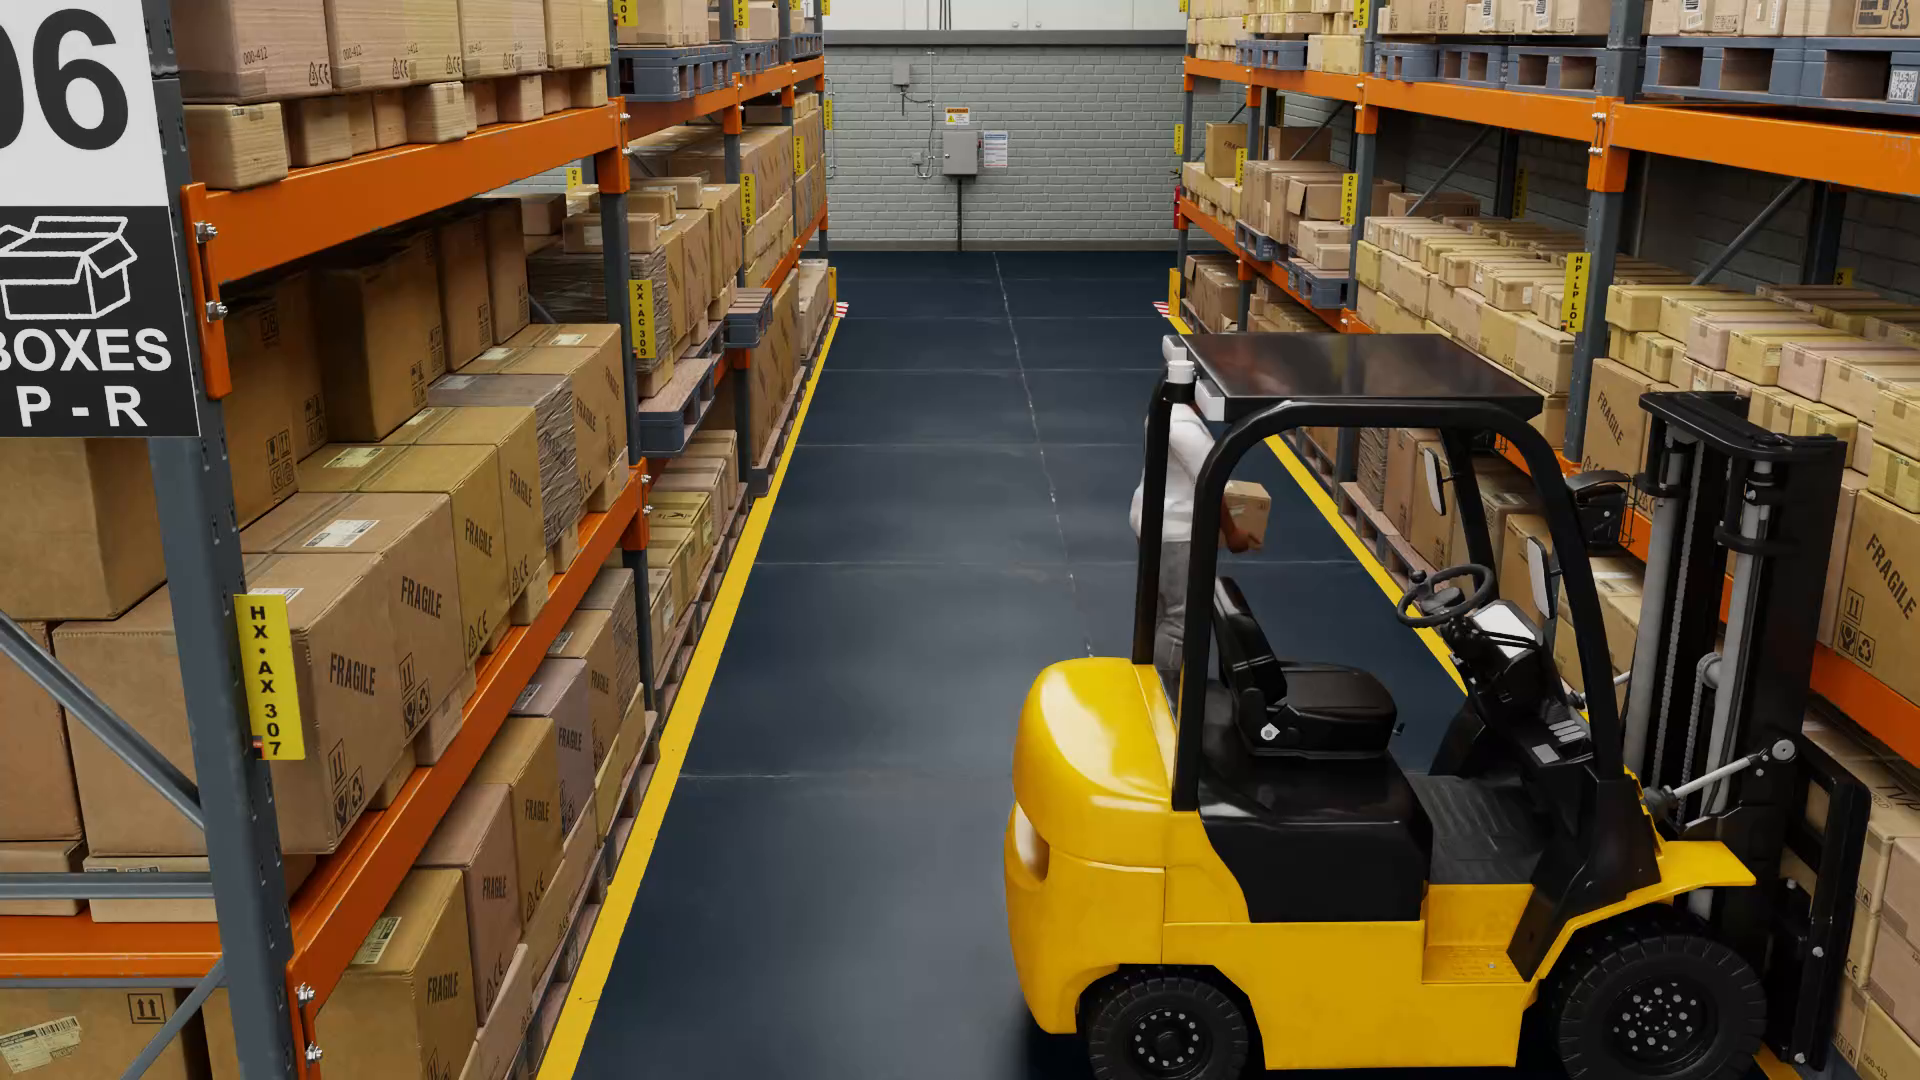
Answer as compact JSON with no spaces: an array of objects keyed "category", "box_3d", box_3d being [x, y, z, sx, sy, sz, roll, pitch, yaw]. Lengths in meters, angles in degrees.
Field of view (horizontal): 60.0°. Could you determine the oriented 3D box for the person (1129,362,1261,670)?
[{"category":"person","box_3d":[1.070,-0.041,7.653,0.575,1.756,0.505,-1,17,-2]}]
